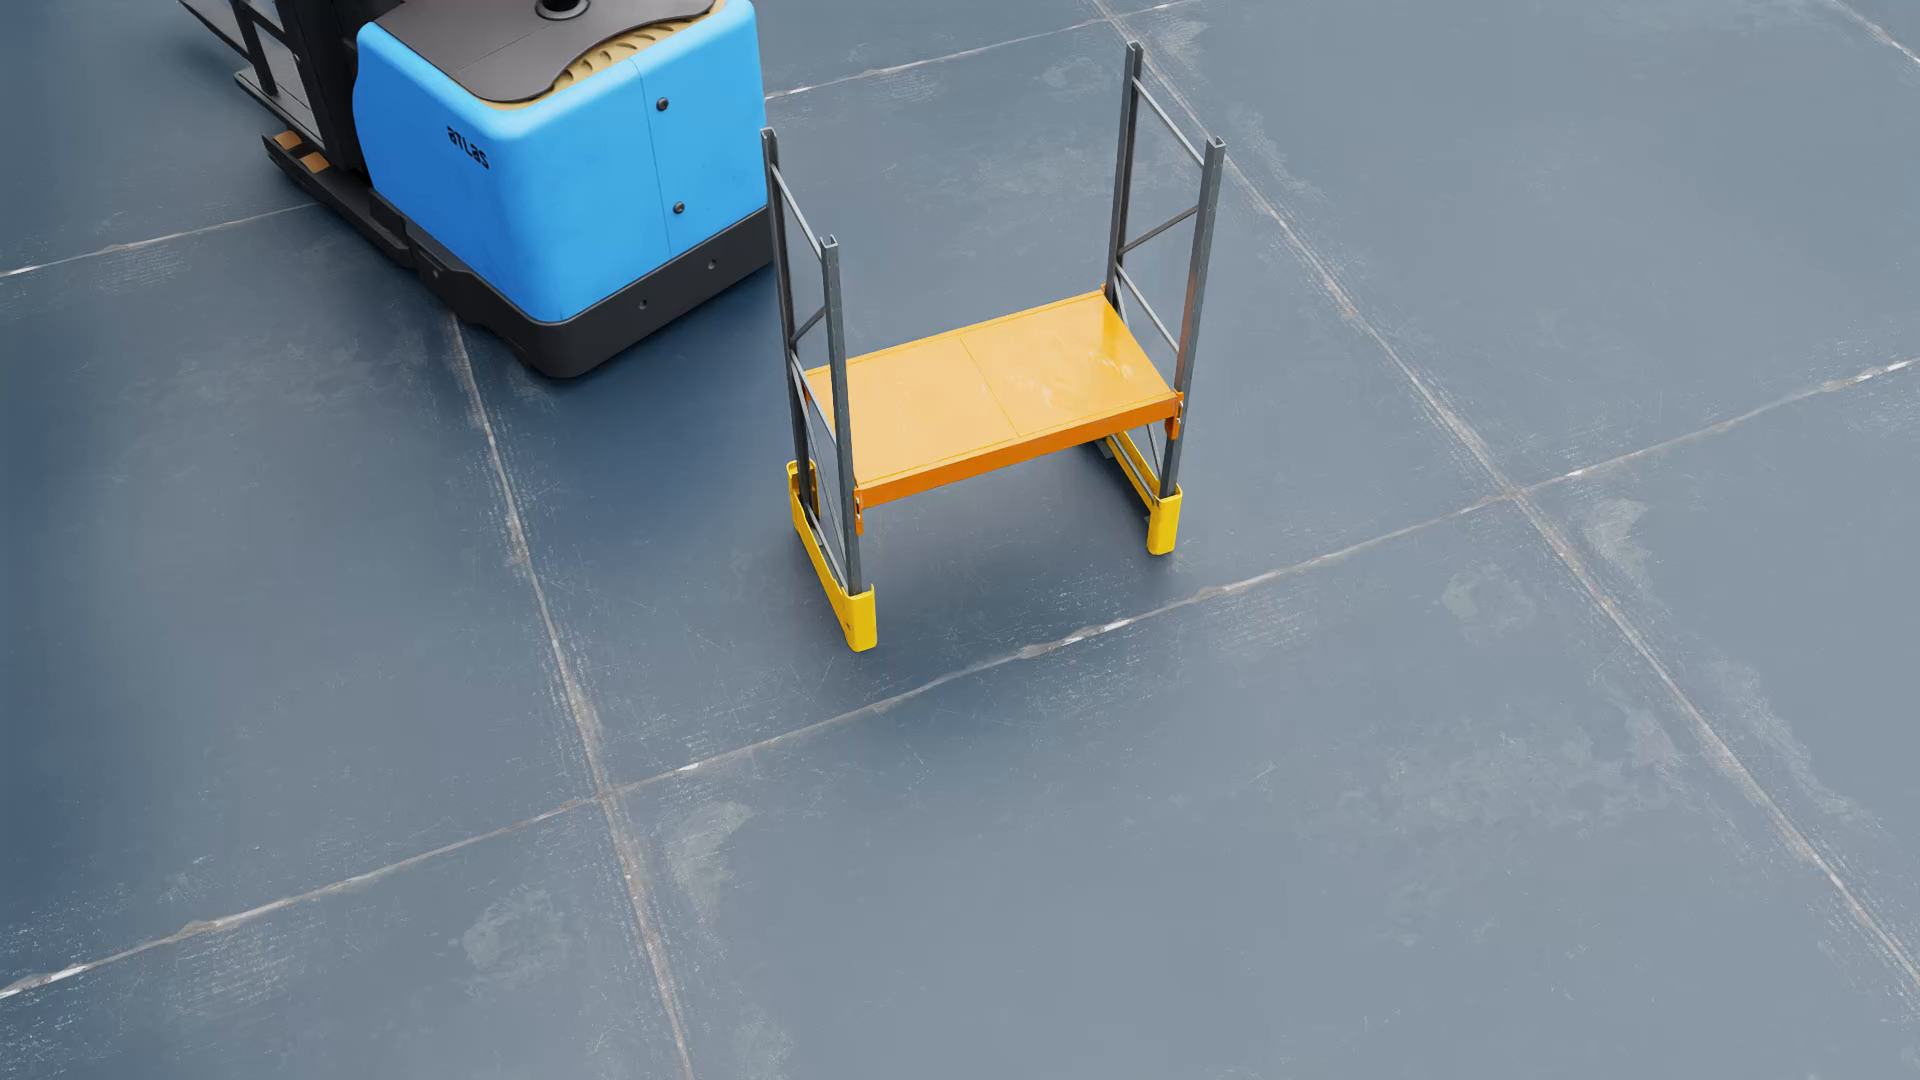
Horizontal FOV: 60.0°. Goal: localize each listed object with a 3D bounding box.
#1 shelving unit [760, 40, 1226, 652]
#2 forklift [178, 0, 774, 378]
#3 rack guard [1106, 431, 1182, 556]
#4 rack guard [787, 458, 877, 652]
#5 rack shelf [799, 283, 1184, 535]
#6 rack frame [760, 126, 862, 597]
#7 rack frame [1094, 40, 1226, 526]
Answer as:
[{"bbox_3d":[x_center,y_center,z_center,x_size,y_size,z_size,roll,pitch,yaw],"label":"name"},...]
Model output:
[{"bbox_3d":[0.071,-0.510,4.700,1.083,1.500,0.587,-17,52,-14],"label":"shelving unit"},{"bbox_3d":[-2.038,-2.517,5.480,1.130,2.935,3.031,-37,59,-27],"label":"forklift"},{"bbox_3d":[0.532,-0.246,5.297,0.087,0.250,0.587,-17,52,-14],"label":"rack guard"},{"bbox_3d":[-0.390,0.040,5.051,0.087,0.250,0.587,-17,52,-14],"label":"rack guard"},{"bbox_3d":[0.079,-0.396,4.838,1.000,0.185,0.538,-17,52,-14],"label":"rack shelf"},{"bbox_3d":[-0.392,-0.367,4.577,0.032,1.500,0.500,-17,52,-14],"label":"rack frame"},{"bbox_3d":[0.550,-0.659,4.827,0.032,1.500,0.500,-17,52,-14],"label":"rack frame"}]
